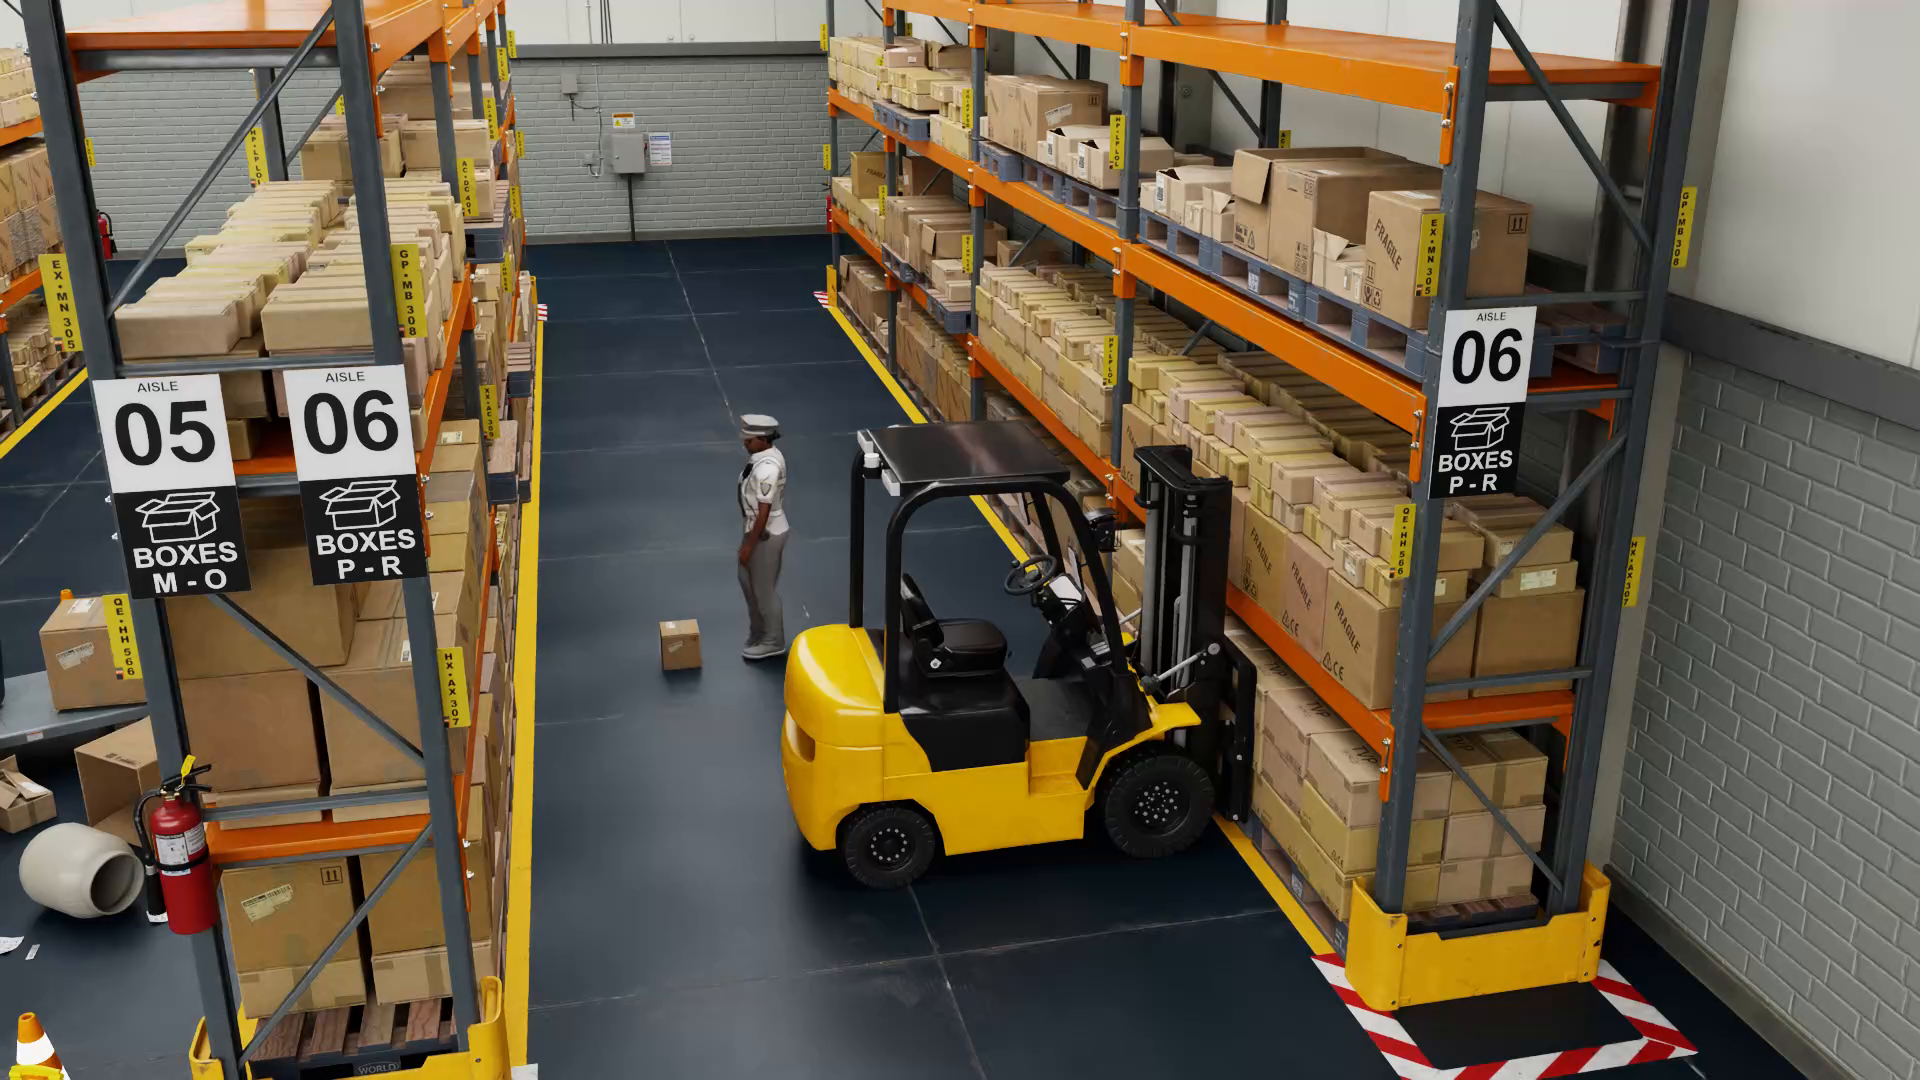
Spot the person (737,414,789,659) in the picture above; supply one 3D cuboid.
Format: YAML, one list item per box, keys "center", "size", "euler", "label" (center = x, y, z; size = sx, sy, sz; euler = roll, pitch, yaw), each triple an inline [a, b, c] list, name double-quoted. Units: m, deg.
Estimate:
- center: [-1.327, 0.006, 11.102]
  size: [0.372, 1.742, 0.501]
  euler: [-3, 20, -8]
  label: "person"
